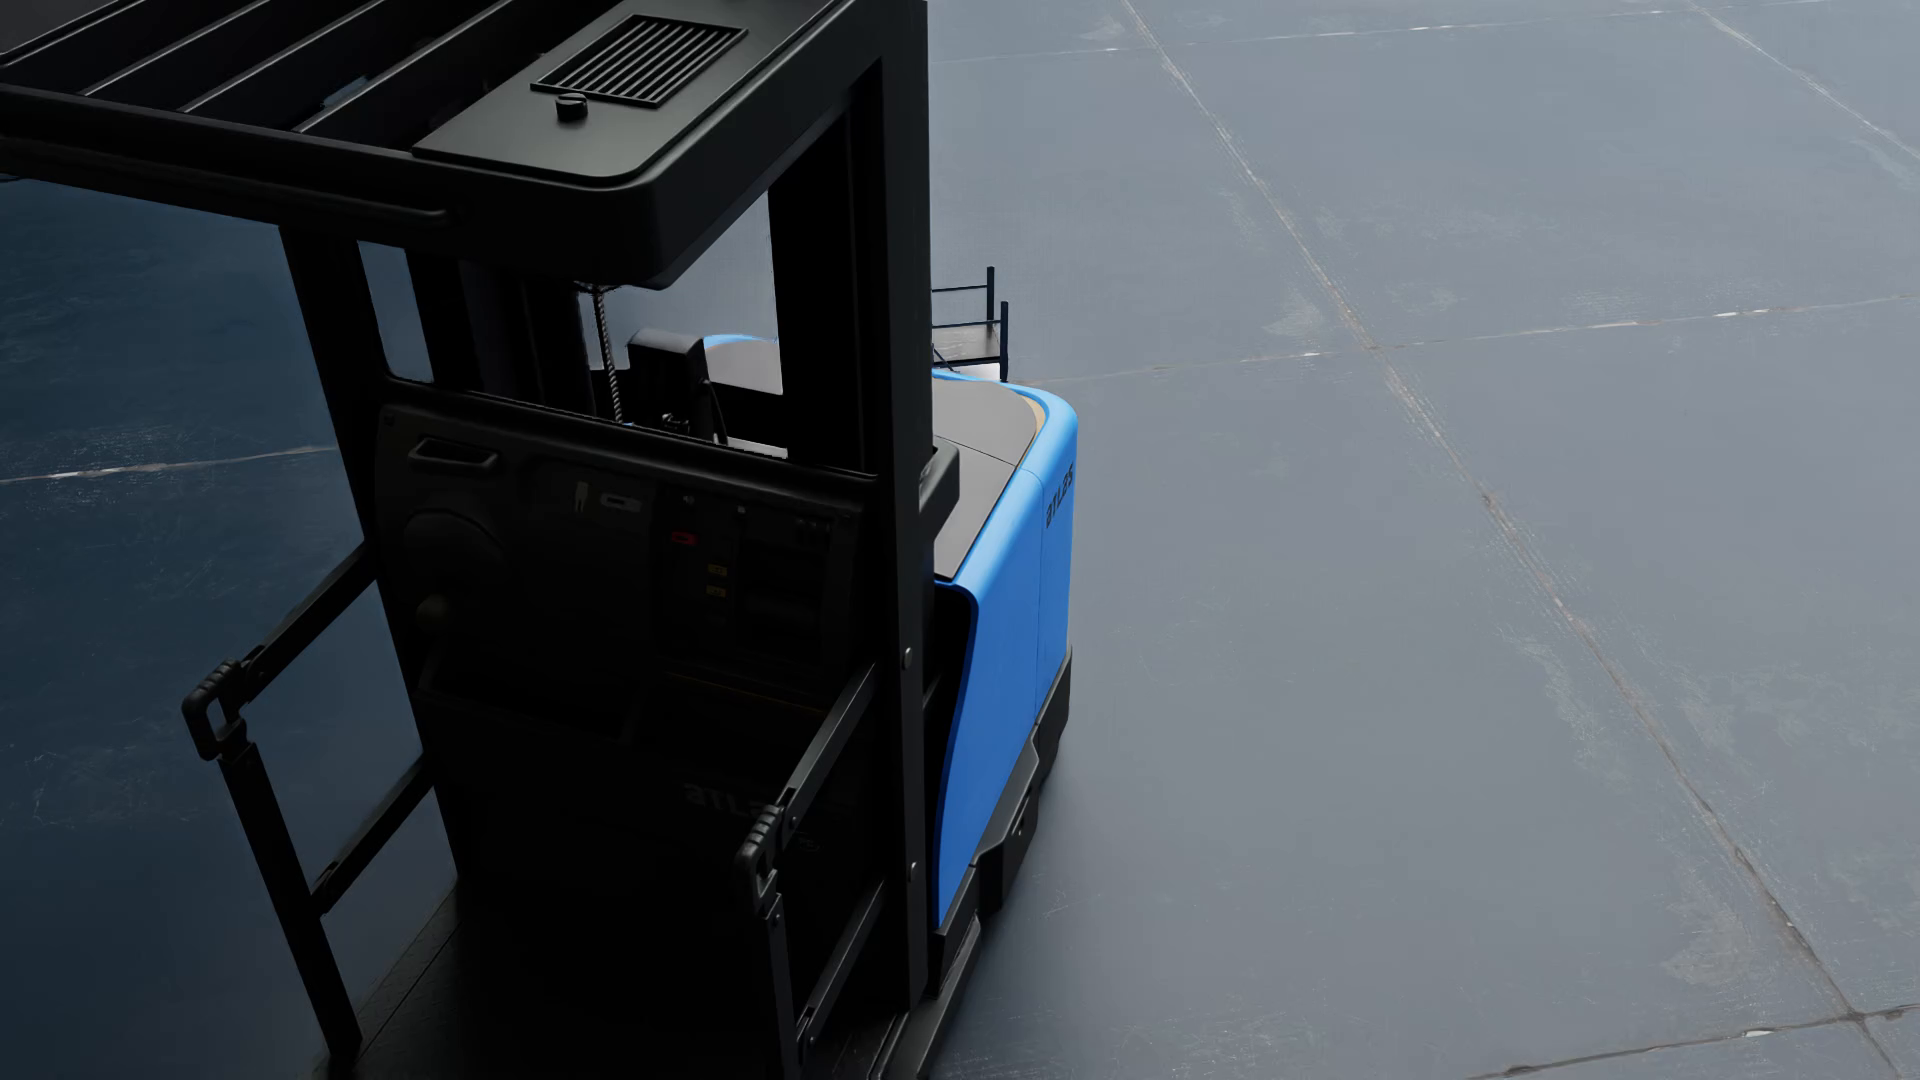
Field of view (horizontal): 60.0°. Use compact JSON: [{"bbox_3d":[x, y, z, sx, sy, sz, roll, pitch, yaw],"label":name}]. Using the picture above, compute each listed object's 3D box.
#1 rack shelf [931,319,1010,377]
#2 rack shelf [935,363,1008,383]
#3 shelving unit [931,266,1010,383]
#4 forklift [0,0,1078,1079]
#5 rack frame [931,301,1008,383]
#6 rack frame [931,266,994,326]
[{"bbox_3d":[-0.001,-0.547,4.835,0.258,0.077,0.200,-6,38,-8],"label":"rack shelf"},{"bbox_3d":[-0.001,-0.476,4.890,0.258,0.077,0.200,-6,38,-8],"label":"rack shelf"},{"bbox_3d":[-0.001,-0.360,4.980,0.258,0.900,0.210,-6,38,-8],"label":"shelving unit"},{"bbox_3d":[-0.680,0.098,2.735,1.130,2.935,3.031,12,40,15],"label":"forklift"},{"bbox_3d":[0.016,-0.299,4.901,0.240,0.900,0.006,-6,38,-8],"label":"rack frame"},{"bbox_3d":[-0.019,-0.422,5.059,0.240,0.900,0.006,-6,38,-8],"label":"rack frame"}]
